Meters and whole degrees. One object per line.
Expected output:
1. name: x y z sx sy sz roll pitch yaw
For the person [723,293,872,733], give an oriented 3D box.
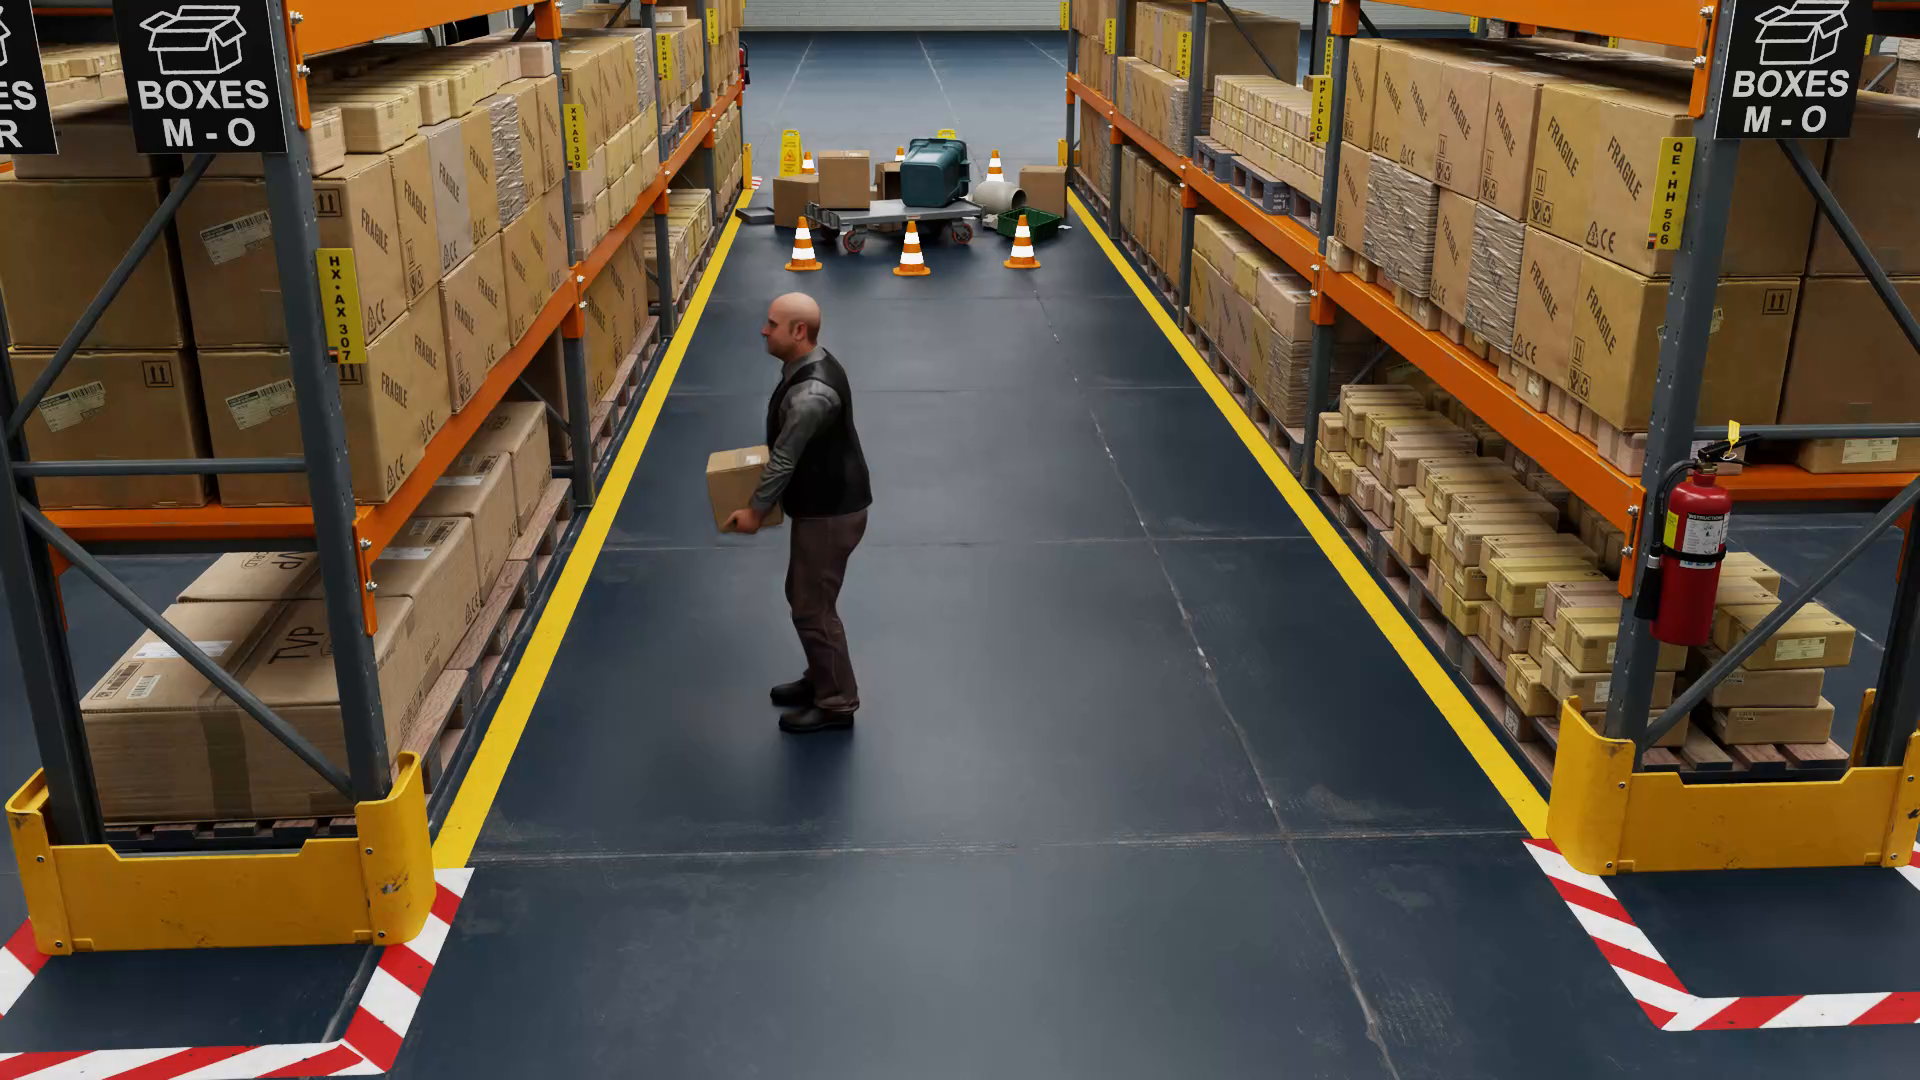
1. person: -0.622 -0.103 6.409 0.568 1.716 0.491 -1 20 -4
